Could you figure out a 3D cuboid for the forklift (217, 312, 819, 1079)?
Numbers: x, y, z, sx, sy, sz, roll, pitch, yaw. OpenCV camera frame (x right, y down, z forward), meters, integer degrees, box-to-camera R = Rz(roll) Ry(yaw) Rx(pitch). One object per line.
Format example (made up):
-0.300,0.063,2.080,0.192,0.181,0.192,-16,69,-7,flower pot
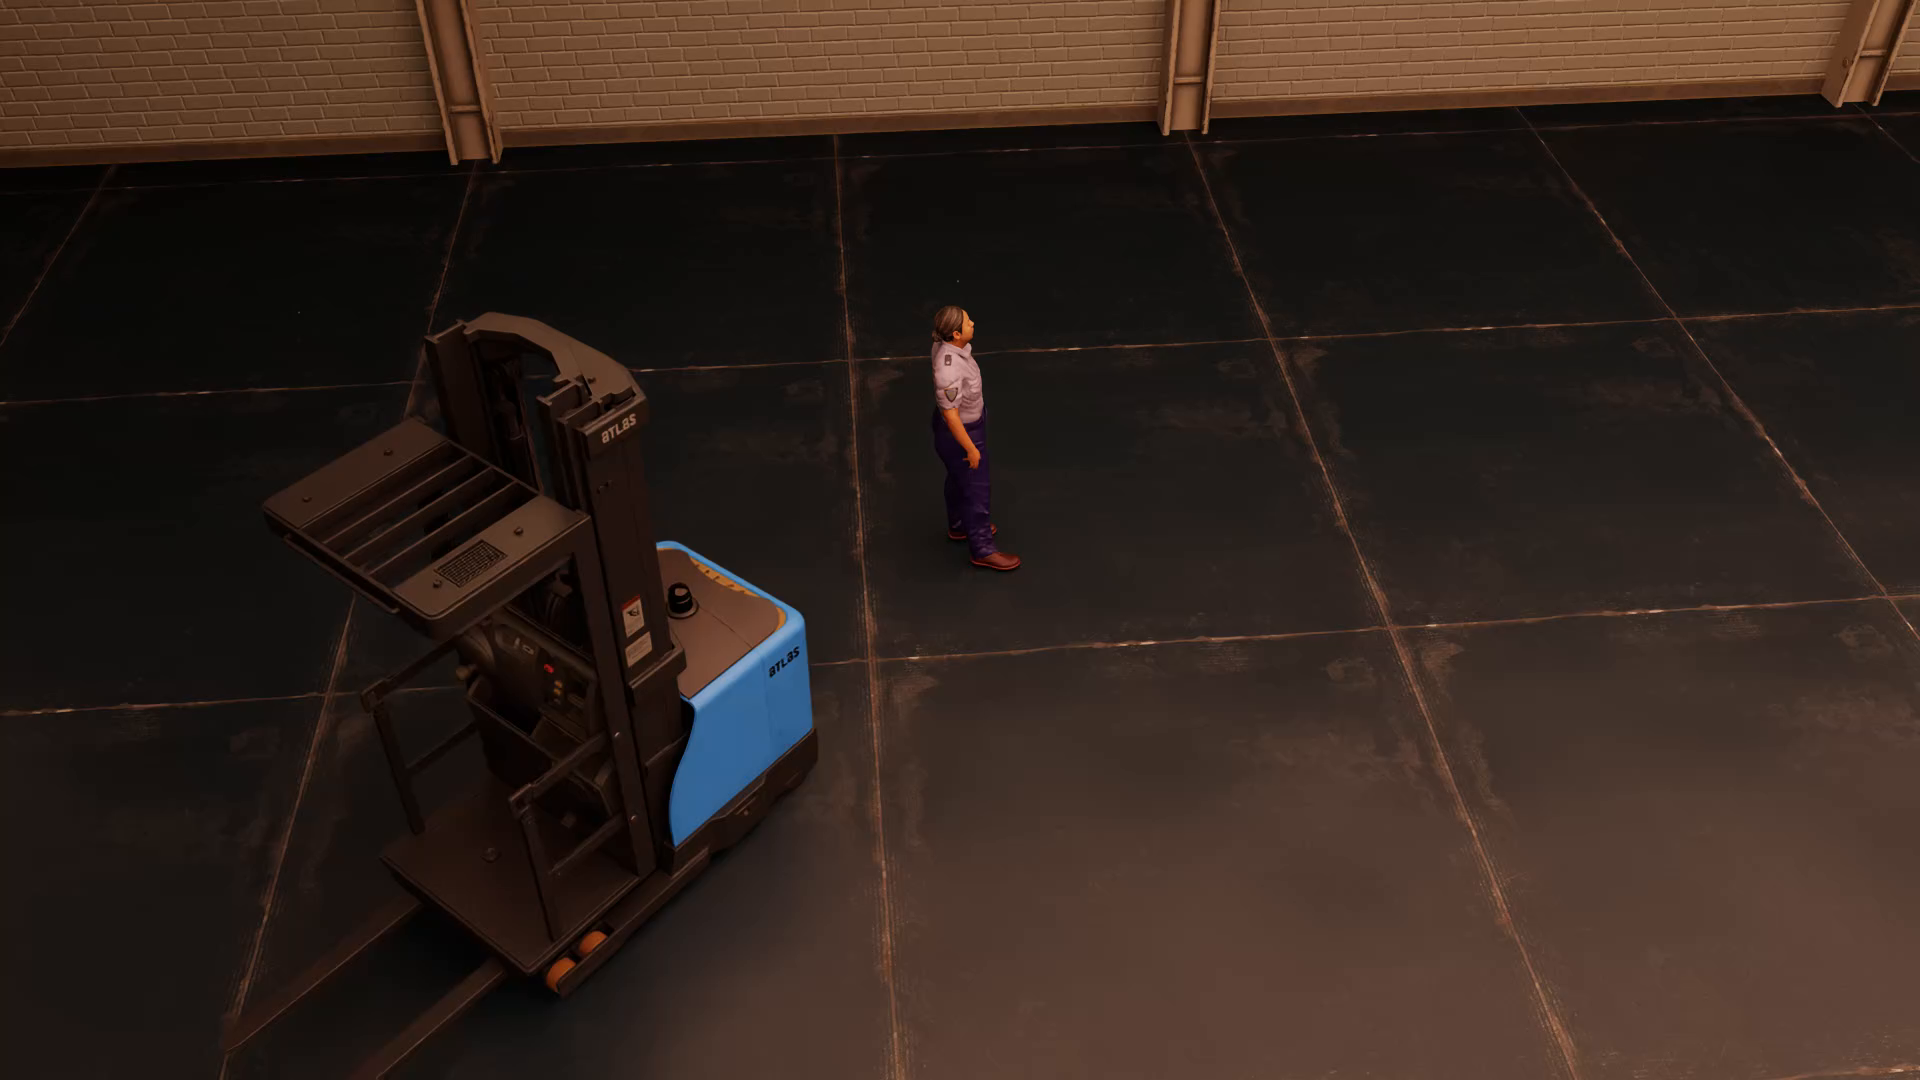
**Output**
-2.051,0.626,7.206,1.130,2.935,3.031,27,47,28,forklift

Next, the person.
0.091,-0.623,9.641,0.503,1.651,0.598,-3,41,-4,person
